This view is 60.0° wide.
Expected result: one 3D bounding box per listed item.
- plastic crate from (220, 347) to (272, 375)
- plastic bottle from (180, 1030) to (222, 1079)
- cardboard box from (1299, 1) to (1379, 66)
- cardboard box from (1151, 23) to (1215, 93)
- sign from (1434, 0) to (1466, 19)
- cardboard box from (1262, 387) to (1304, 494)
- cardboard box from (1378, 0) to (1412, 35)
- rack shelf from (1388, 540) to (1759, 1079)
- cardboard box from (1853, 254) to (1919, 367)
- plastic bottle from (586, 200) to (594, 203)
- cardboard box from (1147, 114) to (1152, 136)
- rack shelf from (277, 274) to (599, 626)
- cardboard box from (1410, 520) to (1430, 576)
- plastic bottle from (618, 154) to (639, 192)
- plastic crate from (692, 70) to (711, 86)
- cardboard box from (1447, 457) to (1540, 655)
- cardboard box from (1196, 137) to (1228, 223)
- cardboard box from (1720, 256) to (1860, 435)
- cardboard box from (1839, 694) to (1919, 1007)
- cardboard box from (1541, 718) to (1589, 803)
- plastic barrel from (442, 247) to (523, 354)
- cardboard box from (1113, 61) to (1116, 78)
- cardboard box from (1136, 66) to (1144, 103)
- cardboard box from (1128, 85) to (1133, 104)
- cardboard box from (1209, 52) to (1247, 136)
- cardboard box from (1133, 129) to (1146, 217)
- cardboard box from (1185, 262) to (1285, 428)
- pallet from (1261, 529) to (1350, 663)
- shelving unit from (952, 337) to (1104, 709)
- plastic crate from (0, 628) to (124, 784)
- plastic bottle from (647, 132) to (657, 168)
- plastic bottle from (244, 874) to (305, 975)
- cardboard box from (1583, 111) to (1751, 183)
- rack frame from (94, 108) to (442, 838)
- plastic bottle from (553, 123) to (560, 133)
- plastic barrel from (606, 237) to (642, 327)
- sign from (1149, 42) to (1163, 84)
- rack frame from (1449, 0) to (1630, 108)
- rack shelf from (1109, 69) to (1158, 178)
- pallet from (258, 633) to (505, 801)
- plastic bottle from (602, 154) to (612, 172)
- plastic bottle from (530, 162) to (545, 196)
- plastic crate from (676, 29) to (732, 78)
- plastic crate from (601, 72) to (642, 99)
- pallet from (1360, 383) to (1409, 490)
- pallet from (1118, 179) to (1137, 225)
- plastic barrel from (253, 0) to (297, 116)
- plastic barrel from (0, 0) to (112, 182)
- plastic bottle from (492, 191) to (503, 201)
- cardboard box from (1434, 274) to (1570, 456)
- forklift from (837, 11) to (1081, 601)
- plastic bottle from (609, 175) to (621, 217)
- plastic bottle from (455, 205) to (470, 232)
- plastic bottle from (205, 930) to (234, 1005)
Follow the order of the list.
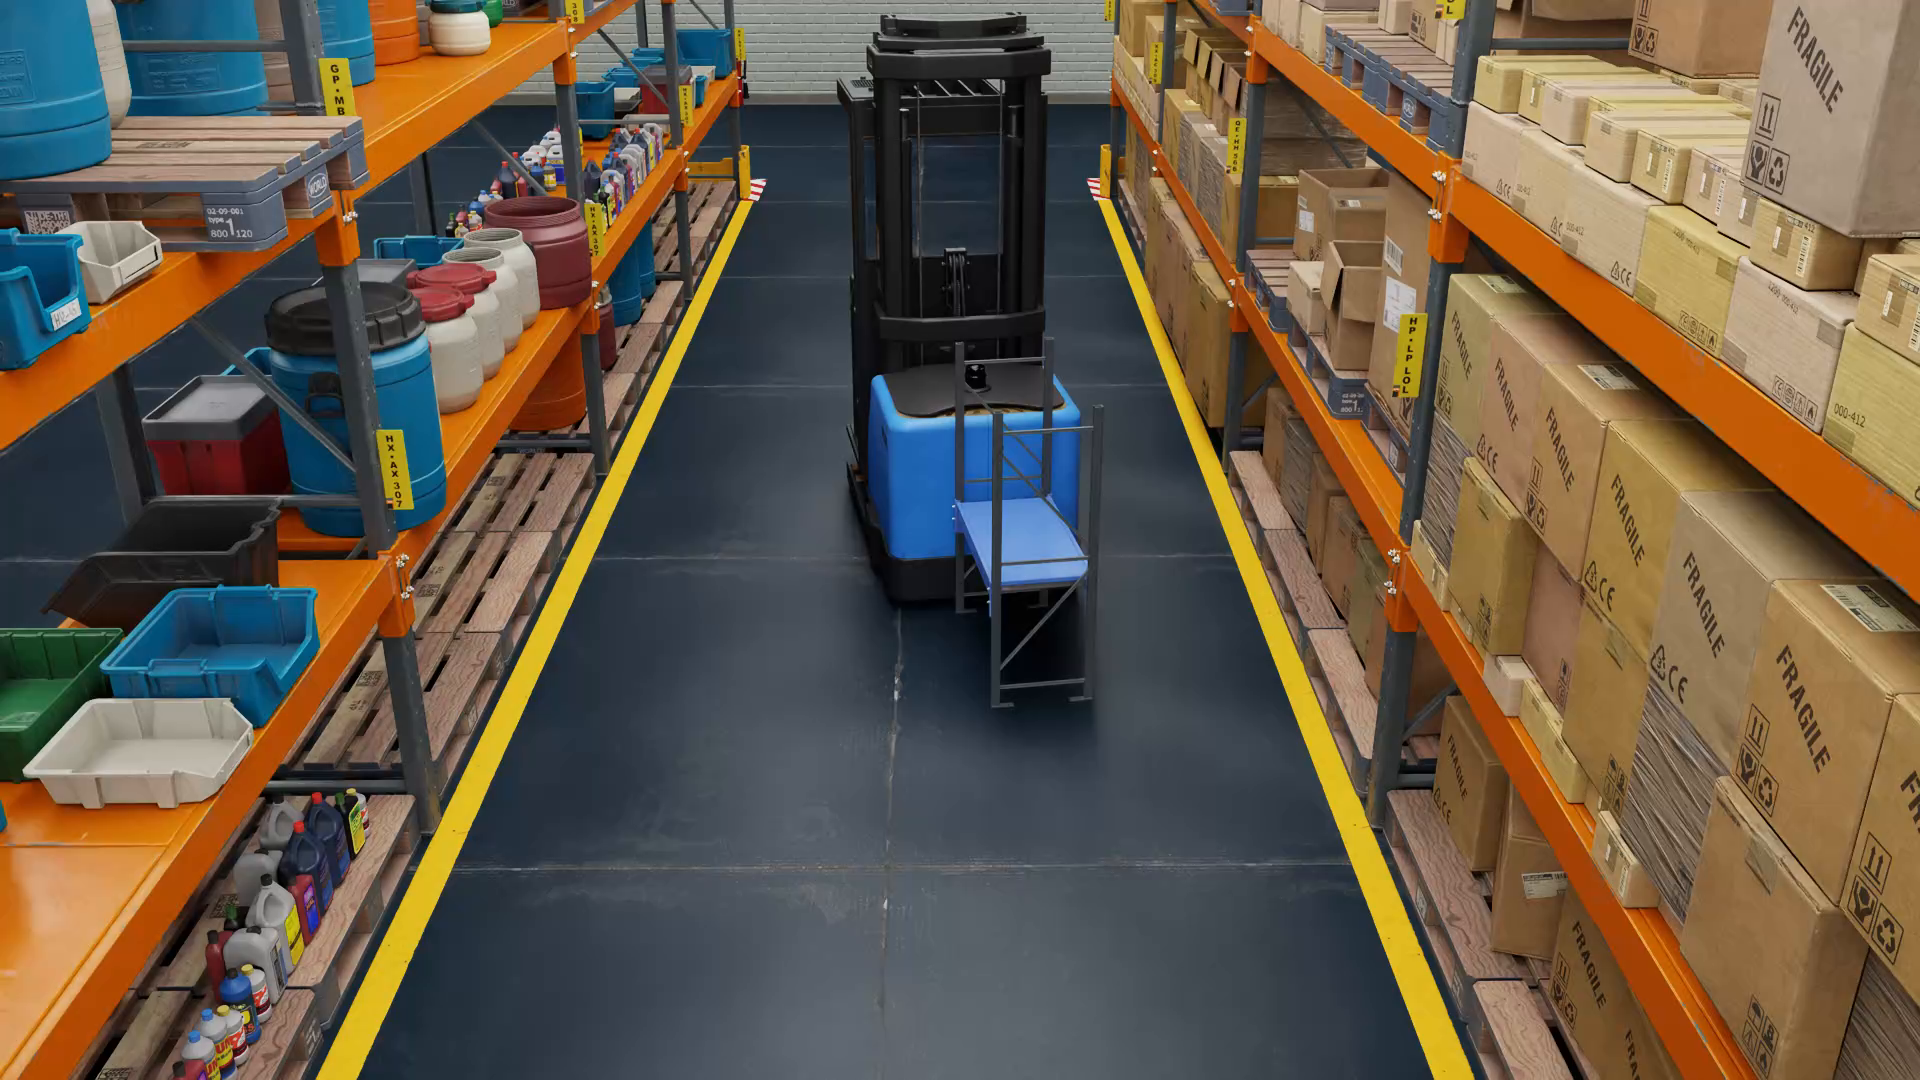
[{"bbox_3d":[-3.036,-0.590,7.433,0.392,0.384,0.575,0,24,-1],"label":"plastic crate"},{"bbox_3d":[-2.381,1.657,5.222,0.097,0.271,0.097,0,24,0],"label":"plastic bottle"},{"bbox_3d":[1.967,-2.494,8.167,0.500,0.250,0.500,0,24,1],"label":"cardboard box"},{"bbox_3d":[1.880,-4.060,13.997,0.500,0.500,0.500,0,24,1],"label":"cardboard box"},{"bbox_3d":[1.685,-1.944,5.662,0.100,0.325,0.005,0,24,-1],"label":"sign"},{"bbox_3d":[2.223,-0.600,9.936,0.700,0.500,0.500,-2,24,-3],"label":"cardboard box"},{"bbox_3d":[2.119,-2.390,7.528,0.380,0.166,0.250,-1,24,-2],"label":"cardboard box"},{"bbox_3d":[2.261,0.986,4.803,1.077,0.370,4.000,0,24,-1],"label":"rack shelf"},{"bbox_3d":[1.943,-0.434,3.128,0.380,0.149,0.250,0,24,0],"label":"cardboard box"},{"bbox_3d":[-2.443,-2.106,10.917,0.152,0.276,0.135,0,24,-1],"label":"plastic bottle"},{"bbox_3d":[1.818,-3.578,14.327,0.380,0.149,0.250,0,24,0],"label":"cardboard box"},{"bbox_3d":[-2.735,-0.640,8.398,1.077,0.370,4.000,0,24,-1],"label":"rack shelf"},{"bbox_3d":[1.941,0.038,6.330,0.380,0.149,0.250,0,24,-1],"label":"cardboard box"},{"bbox_3d":[-2.459,-2.713,12.260,0.152,0.276,0.135,0,24,-1],"label":"plastic bottle"},{"bbox_3d":[-2.665,-4.541,16.397,0.396,0.136,0.243,0,24,-1],"label":"plastic crate"},{"bbox_3d":[2.153,0.045,5.529,0.875,0.500,0.500,0,24,-1],"label":"cardboard box"},{"bbox_3d":[1.934,-2.481,11.475,0.500,0.500,0.500,-1,24,-2],"label":"cardboard box"},{"bbox_3d":[2.018,-0.431,3.604,0.500,0.250,0.500,0,24,1],"label":"cardboard box"},{"bbox_3d":[2.030,0.620,3.043,0.500,0.500,0.500,0,24,-1],"label":"cardboard box"},{"bbox_3d":[1.971,0.656,4.963,0.380,0.149,0.250,0,24,-1],"label":"cardboard box"},{"bbox_3d":[-2.527,-1.246,8.730,0.421,0.512,0.421,0,24,0],"label":"plastic barrel"},{"bbox_3d":[1.783,-4.849,17.135,0.380,0.149,0.250,0,24,0],"label":"cardboard box"},{"bbox_3d":[1.871,-4.134,15.071,0.500,0.250,0.500,0,24,1],"label":"cardboard box"},{"bbox_3d":[1.801,-4.215,15.734,0.380,0.149,0.250,-1,24,-2],"label":"cardboard box"},{"bbox_3d":[2.186,-3.163,11.765,0.797,0.503,0.637,1,24,1],"label":"cardboard box"},{"bbox_3d":[2.206,-3.696,16.350,0.875,0.875,0.875,0,24,-1],"label":"cardboard box"},{"bbox_3d":[2.209,-1.322,11.102,1.225,0.875,0.875,-1,24,-3],"label":"cardboard box"},{"bbox_3d":[2.213,0.280,8.875,1.003,0.211,1.213,0,24,-1],"label":"pallet"},{"bbox_3d":[0.309,-0.106,8.164,0.538,1.500,1.048,-4,25,-9],"label":"shelving unit"},{"bbox_3d":[-2.981,0.513,5.232,0.450,0.188,0.662,0,24,-1],"label":"plastic crate"},{"bbox_3d":[-2.469,-3.072,13.053,0.152,0.276,0.135,0,24,-1],"label":"plastic bottle"},{"bbox_3d":[-2.412,1.339,5.830,0.144,0.351,0.185,0,24,-1],"label":"plastic bottle"},{"bbox_3d":[1.949,-1.078,4.553,0.380,0.149,0.250,-1,24,-2],"label":"cardboard box"},{"bbox_3d":[-2.713,-0.144,6.428,1.000,3.000,0.127,0,24,-1],"label":"rack frame"},{"bbox_3d":[-3.222,-3.179,13.281,0.061,0.283,0.133,0,24,-1],"label":"plastic bottle"},{"bbox_3d":[-2.804,-2.159,12.921,0.600,0.901,0.708,0,24,-1],"label":"plastic barrel"},{"bbox_3d":[1.597,-3.890,13.564,0.100,0.325,0.005,0,24,-1],"label":"sign"},{"bbox_3d":[2.240,-2.899,5.241,1.000,3.000,0.127,0,24,-1],"label":"rack frame"},{"bbox_3d":[2.130,-3.959,15.736,1.077,0.370,4.000,0,24,-1],"label":"rack shelf"},{"bbox_3d":[-2.761,0.803,7.717,1.003,0.211,1.213,0,24,-1],"label":"pallet"},{"bbox_3d":[-2.584,-2.703,12.243,0.097,0.271,0.097,0,24,0],"label":"plastic bottle"},{"bbox_3d":[-3.044,-2.585,11.981,0.097,0.271,0.097,0,24,0],"label":"plastic bottle"},{"bbox_3d":[-2.654,-4.995,17.038,0.616,0.435,0.499,0,24,-1],"label":"plastic crate"},{"bbox_3d":[-3.153,-4.270,15.682,0.416,0.233,0.300,0,24,-1],"label":"plastic crate"},{"bbox_3d":[2.377,-0.394,7.214,1.003,0.211,1.213,0,24,-1],"label":"pallet"},{"bbox_3d":[2.196,-3.511,17.257,1.003,0.211,1.213,0,24,-1],"label":"pallet"},{"bbox_3d":[-2.943,-2.217,6.763,0.600,0.901,0.600,0,24,0],"label":"plastic barrel"},{"bbox_3d":[-2.809,-1.520,4.712,0.600,0.901,0.708,0,24,-1],"label":"plastic barrel"},{"bbox_3d":[-3.181,-2.290,11.414,0.097,0.201,0.097,0,24,0],"label":"plastic bottle"},{"bbox_3d":[1.990,-0.616,5.777,0.500,0.500,0.500,0,24,-1],"label":"cardboard box"},{"bbox_3d":[-0.105,-1.590,9.710,1.130,2.935,3.031,-4,25,-9],"label":"forklift"},{"bbox_3d":[-2.405,-2.395,11.547,0.061,0.283,0.133,0,24,-1],"label":"plastic bottle"},{"bbox_3d":[-3.190,-1.999,10.671,0.061,0.283,0.133,0,24,-1],"label":"plastic bottle"},{"bbox_3d":[-2.521,1.437,5.694,0.061,0.283,0.133,0,24,-1],"label":"plastic bottle"}]
